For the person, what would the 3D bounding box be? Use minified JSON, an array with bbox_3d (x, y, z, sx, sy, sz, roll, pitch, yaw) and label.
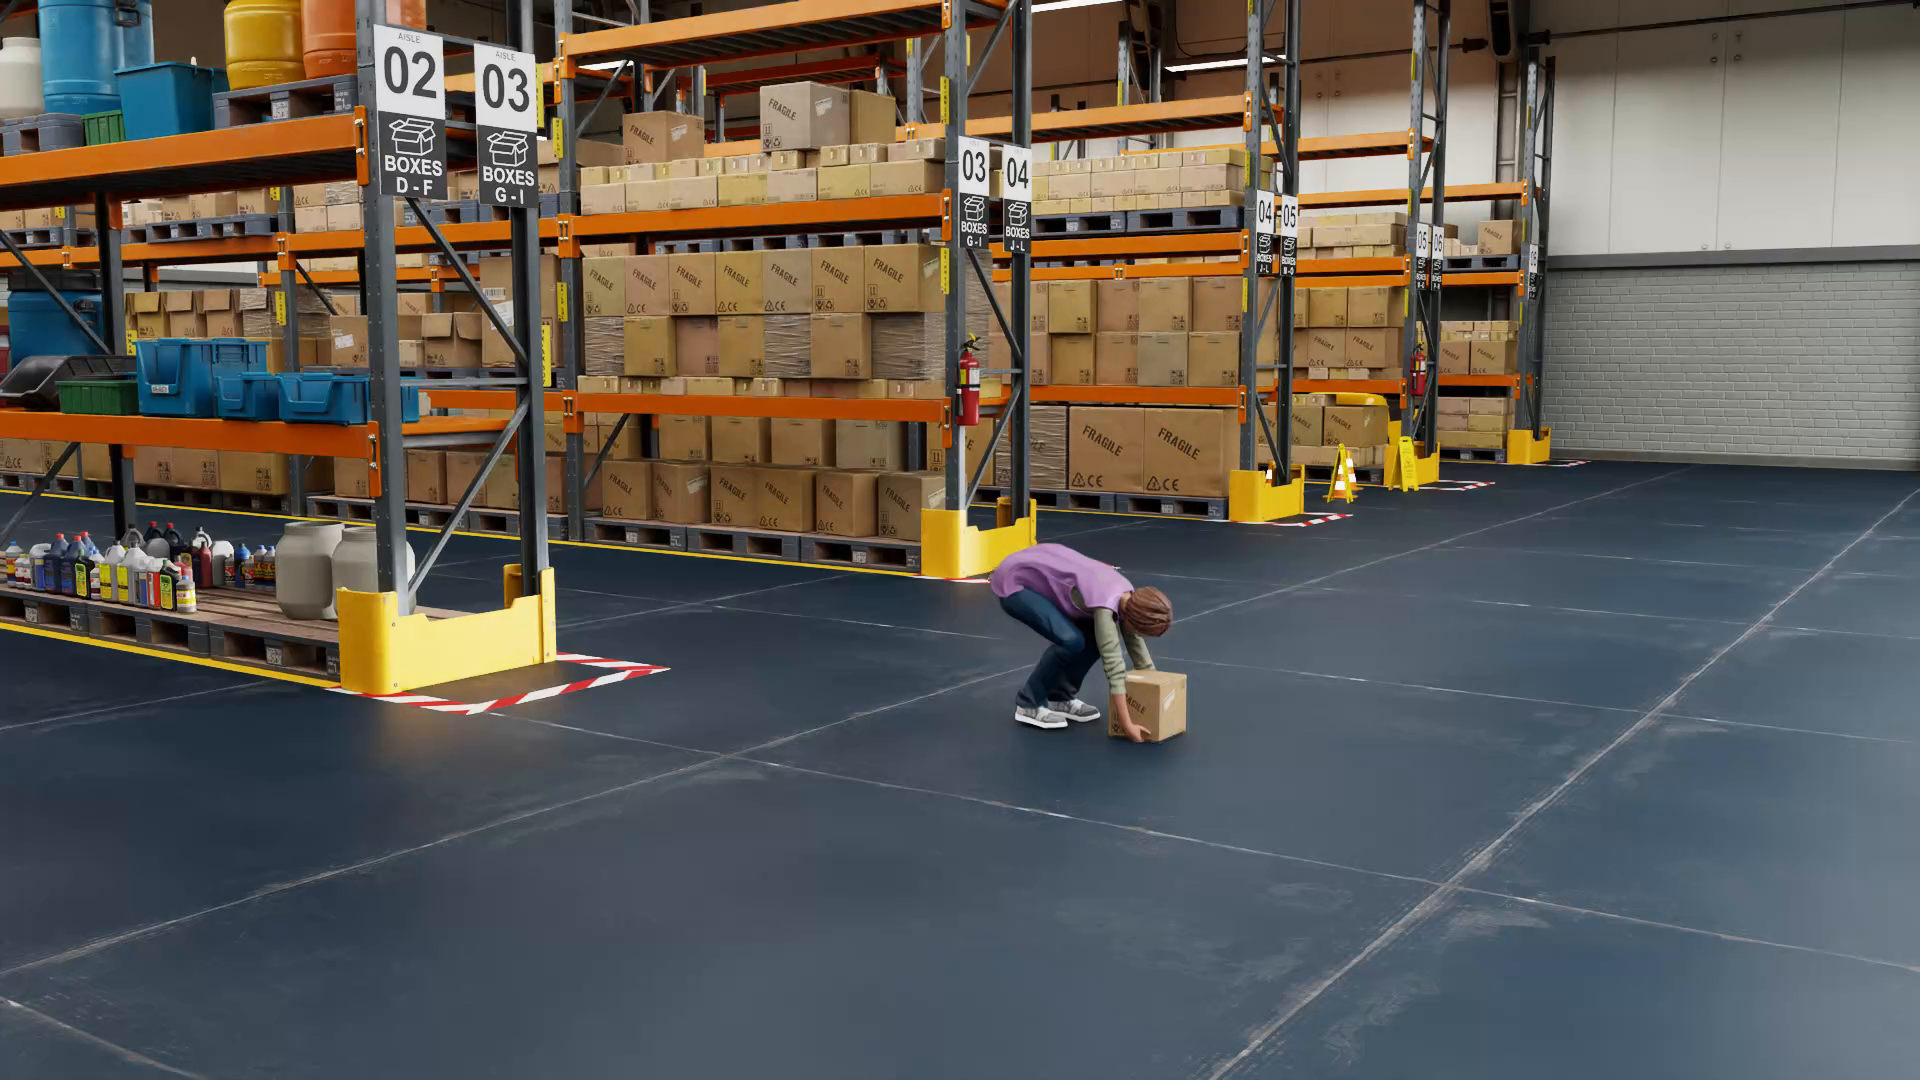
[{"bbox_3d":[0.544,0.437,7.394,0.861,0.815,0.424,4,8,31],"label":"person"}]
